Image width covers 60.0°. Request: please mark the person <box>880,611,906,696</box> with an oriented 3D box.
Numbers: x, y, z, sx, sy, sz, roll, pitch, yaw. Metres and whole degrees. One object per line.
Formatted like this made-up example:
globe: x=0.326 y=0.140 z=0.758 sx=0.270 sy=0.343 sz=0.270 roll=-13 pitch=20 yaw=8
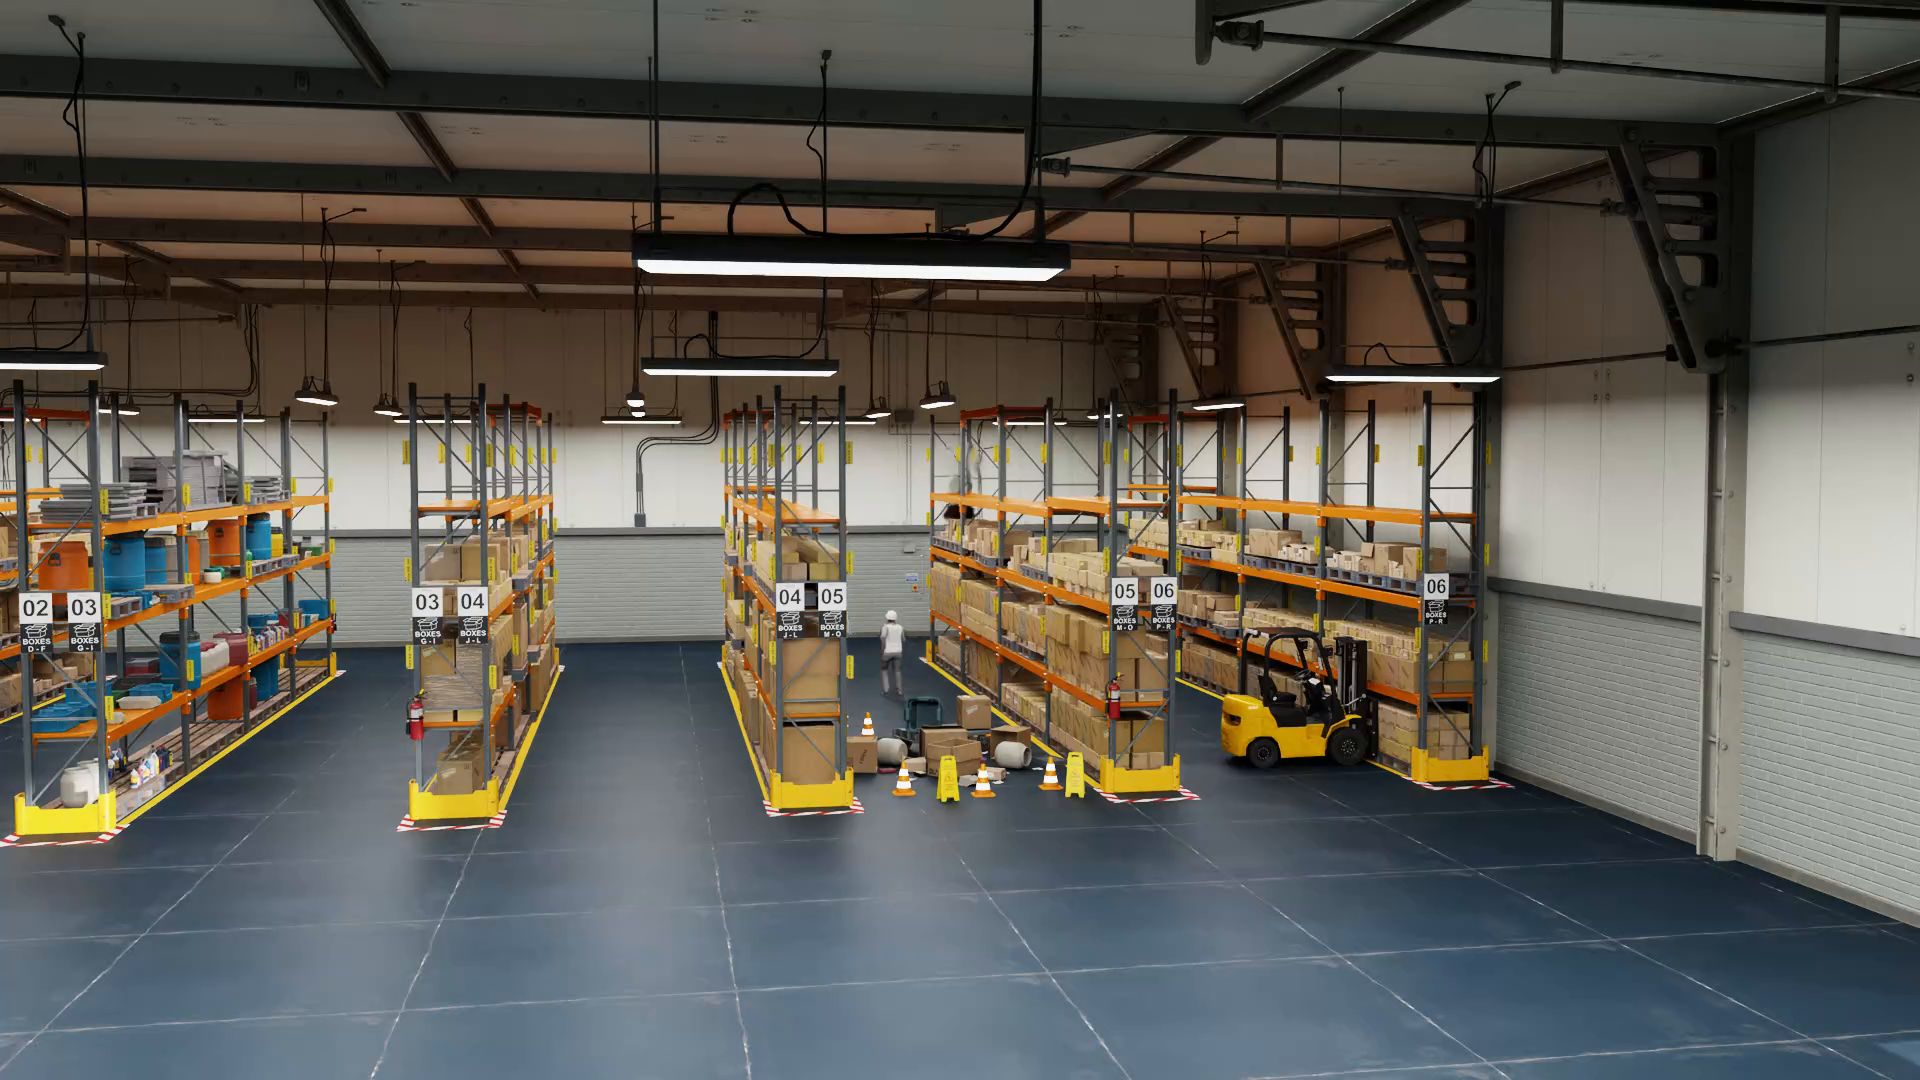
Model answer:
person: x=-1.402 y=2.378 z=34.403 sx=0.599 sy=1.821 sz=0.831 roll=-1 pitch=3 yaw=-17
